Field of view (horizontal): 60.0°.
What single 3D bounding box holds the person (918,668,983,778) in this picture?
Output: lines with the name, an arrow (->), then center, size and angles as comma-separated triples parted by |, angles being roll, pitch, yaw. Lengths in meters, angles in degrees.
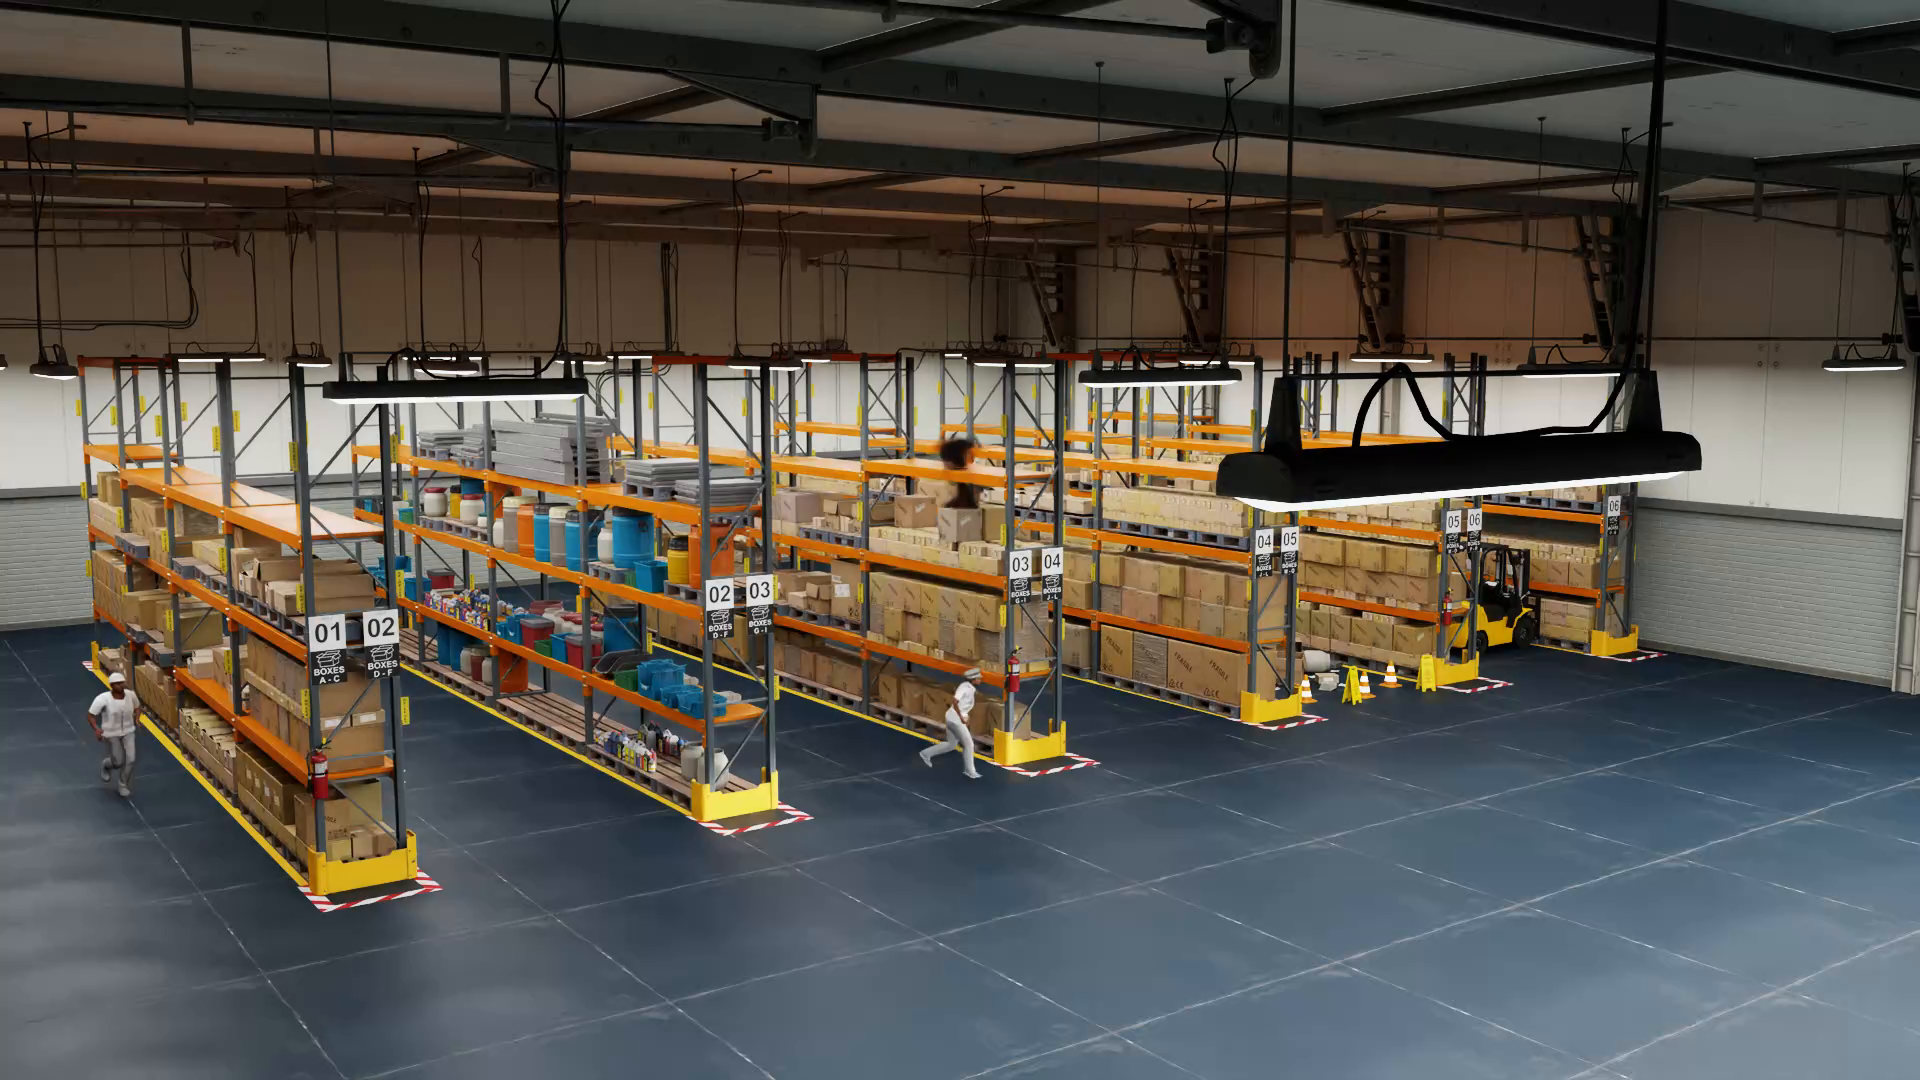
person -> -0.135, 2.658, 23.986 | 0.920, 1.641, 0.595 | 1, 7, 6

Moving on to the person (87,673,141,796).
person -> -11.772, 2.686, 23.212 | 0.643, 1.719, 0.714 | 6, 9, 41

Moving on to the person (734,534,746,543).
person -> -5.644, 0.439, 41.823 | 0.593, 1.642, 0.849 | 0, 7, 0
